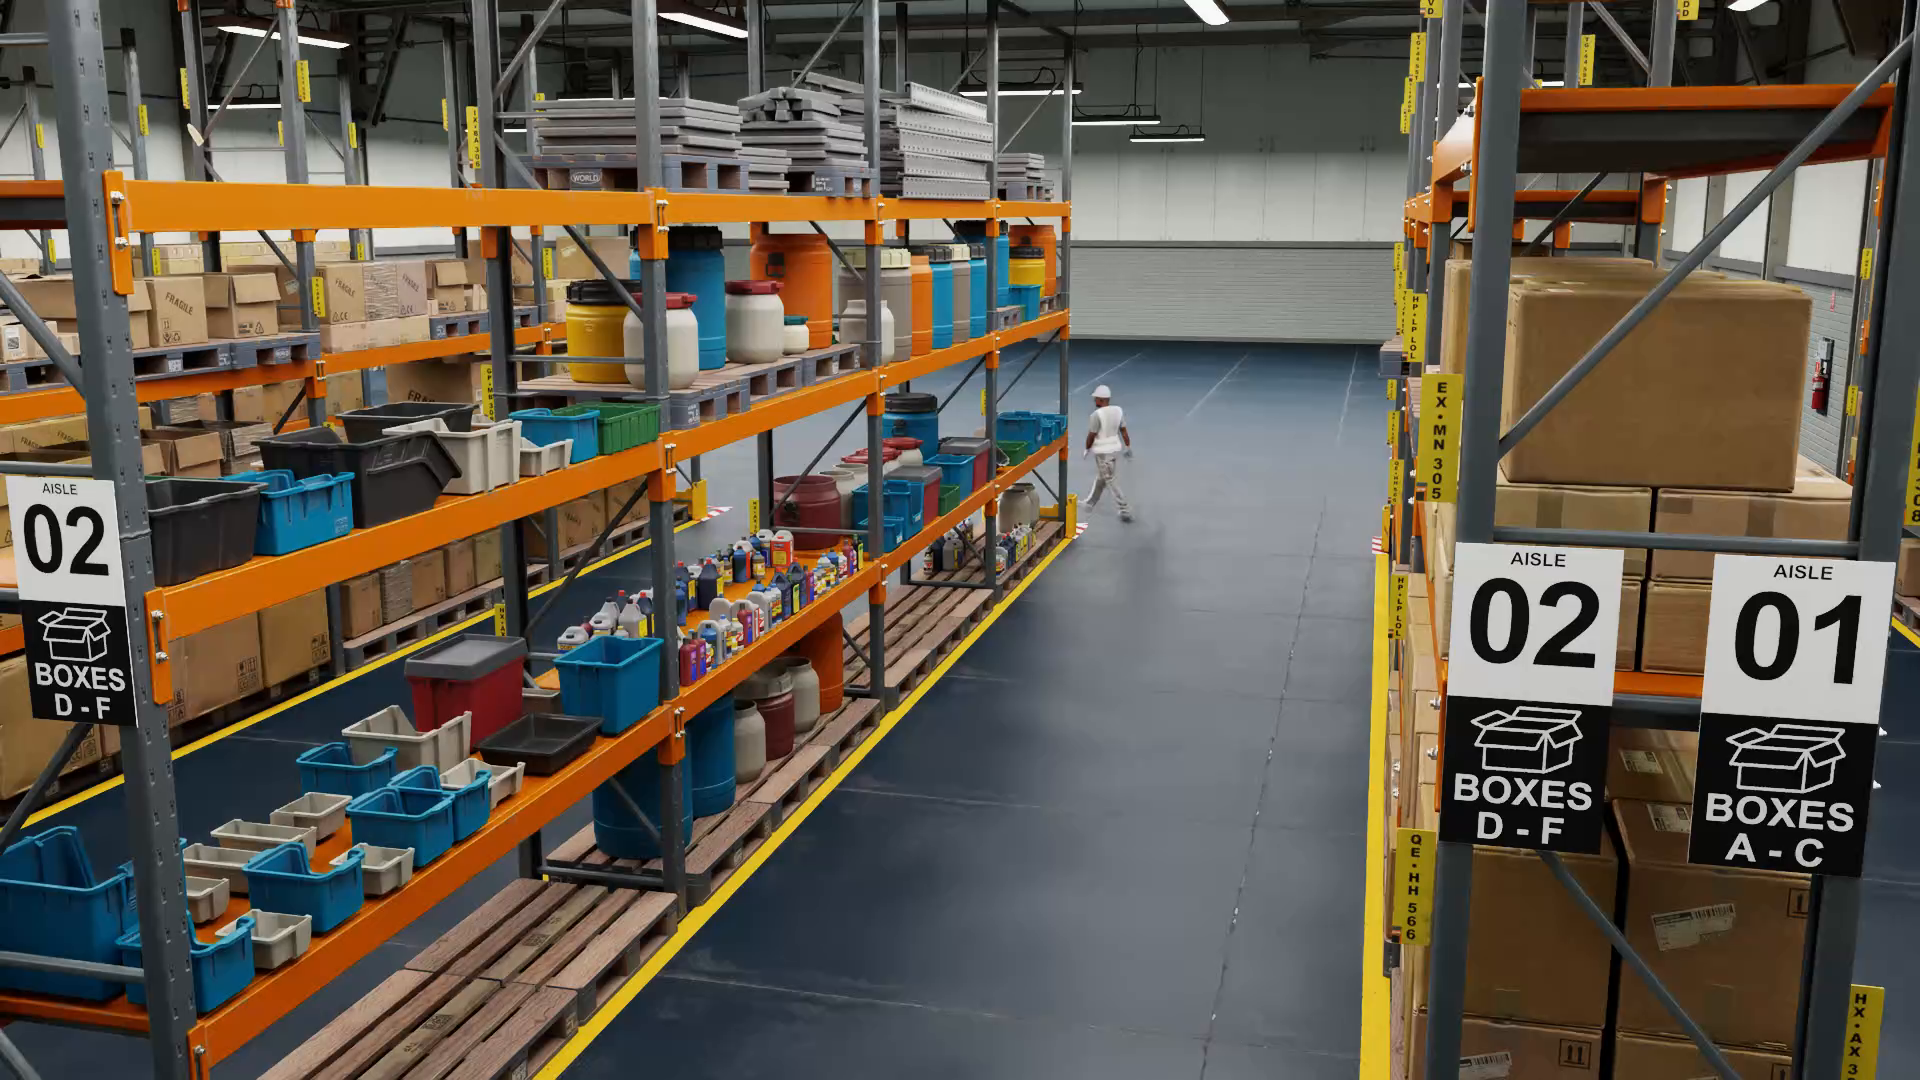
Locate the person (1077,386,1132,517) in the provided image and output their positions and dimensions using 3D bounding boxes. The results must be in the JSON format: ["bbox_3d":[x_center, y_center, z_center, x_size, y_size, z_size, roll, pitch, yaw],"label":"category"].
[{"bbox_3d":[1.871,-1.187,22.029,0.999,1.731,0.619,10,15,41],"label":"person"}]
